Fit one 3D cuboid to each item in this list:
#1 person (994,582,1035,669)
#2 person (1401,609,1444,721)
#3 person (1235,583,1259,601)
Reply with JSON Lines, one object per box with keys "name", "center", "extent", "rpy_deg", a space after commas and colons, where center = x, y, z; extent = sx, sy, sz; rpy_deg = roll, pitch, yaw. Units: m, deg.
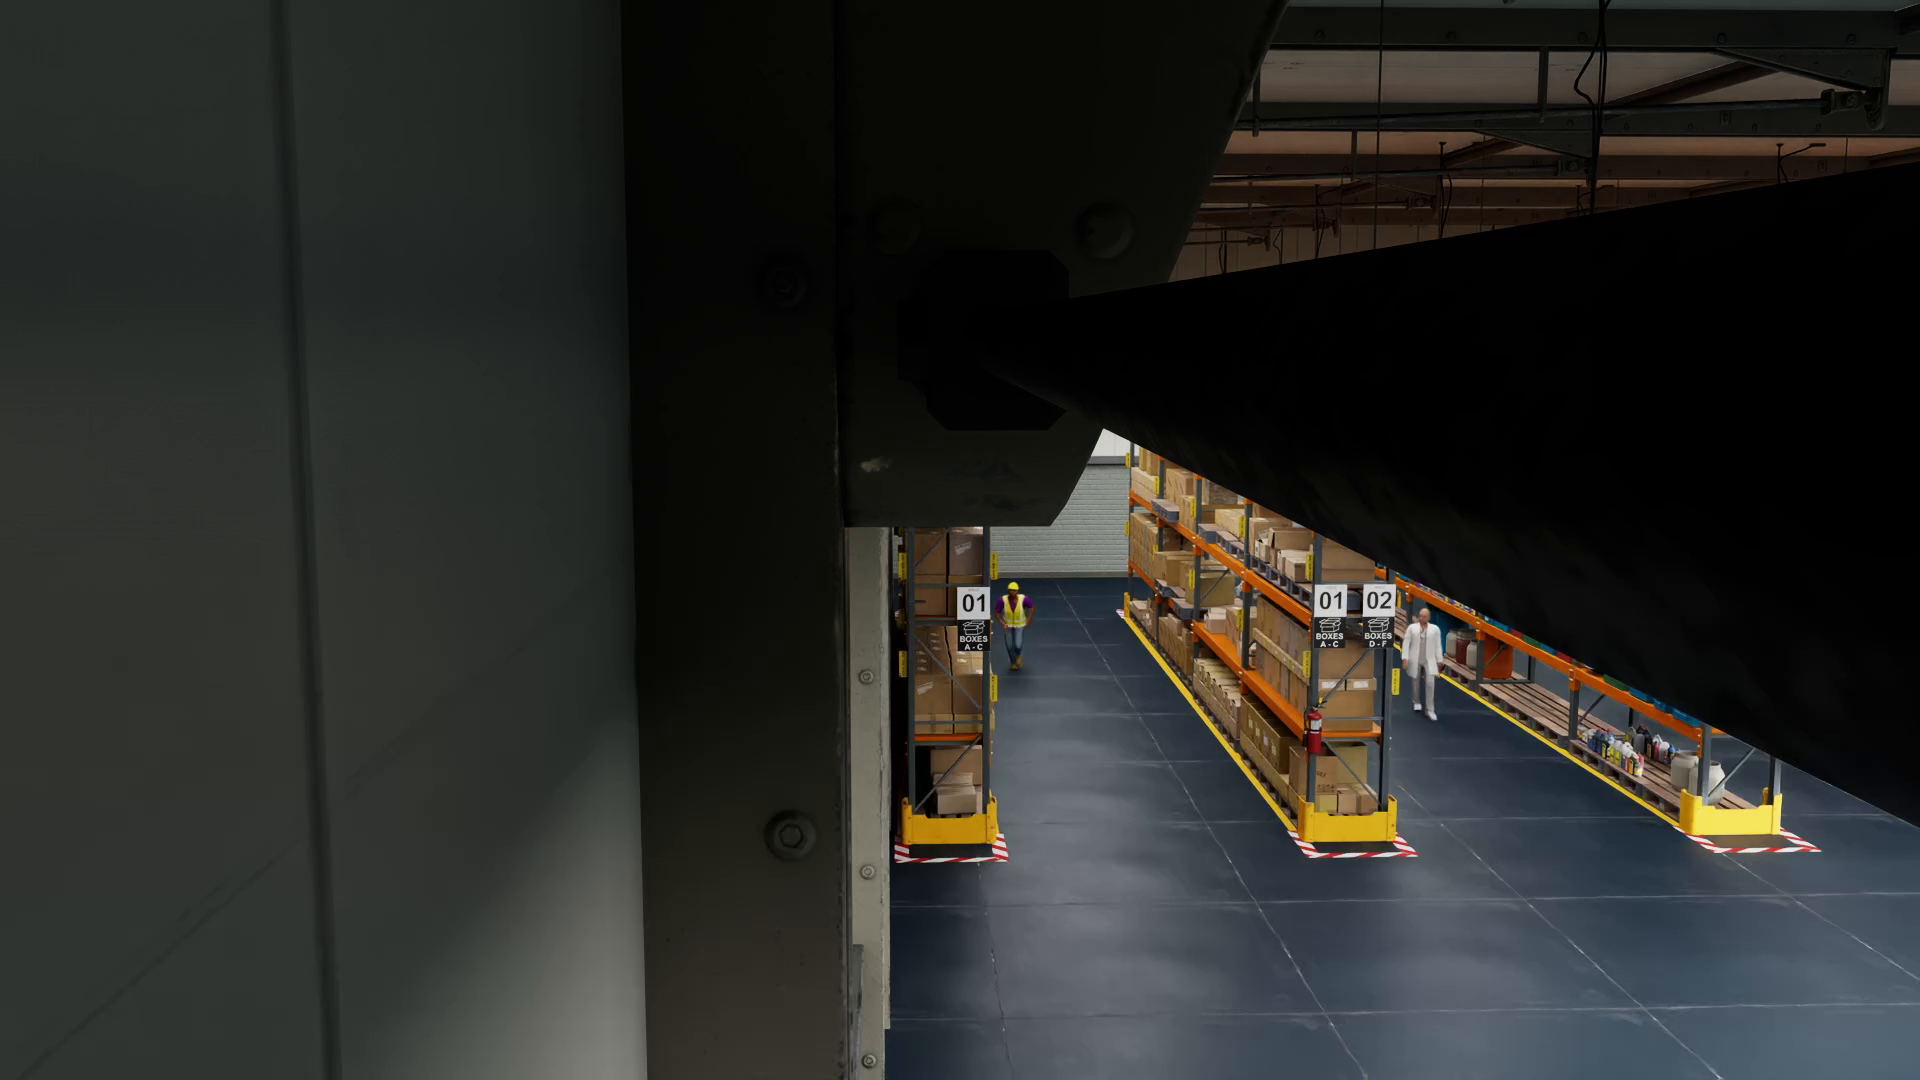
{"name": "person", "center": [1.007, 1.580, 30.676], "extent": [0.732, 1.670, 0.685], "rpy_deg": [1, 7, 7]}
{"name": "person", "center": [7.533, 2.088, 27.090], "extent": [0.674, 1.519, 1.048], "rpy_deg": [2, 8, 14]}
{"name": "person", "center": [6.718, 0.531, 38.351], "extent": [0.687, 1.782, 0.604], "rpy_deg": [3, 8, 19]}
